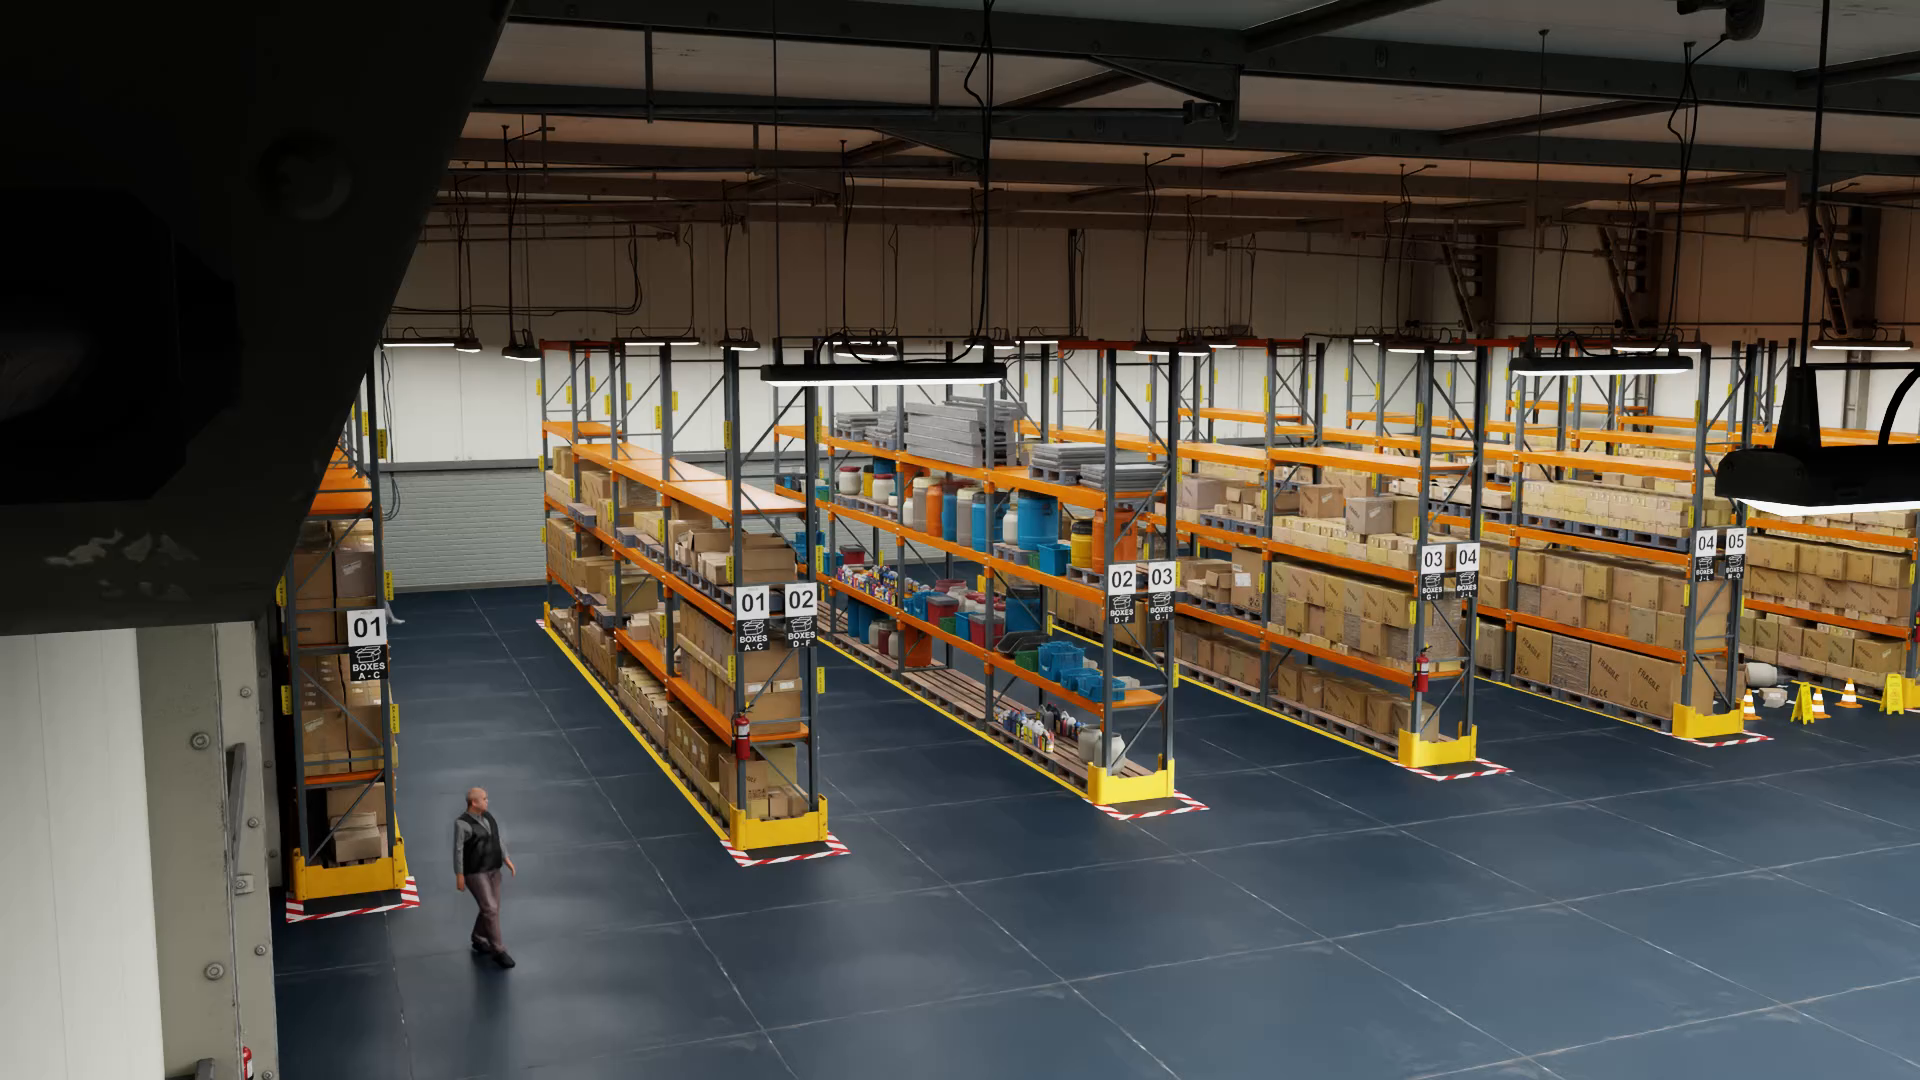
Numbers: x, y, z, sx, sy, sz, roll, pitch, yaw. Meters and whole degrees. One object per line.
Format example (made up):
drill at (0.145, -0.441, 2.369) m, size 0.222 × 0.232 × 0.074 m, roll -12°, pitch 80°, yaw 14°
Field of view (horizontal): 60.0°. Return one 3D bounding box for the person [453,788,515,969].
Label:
person at (-4.656, 3.350, 16.626) m, size 0.746 × 1.726 × 0.566 m, roll 3°, pitch 8°, yaw 25°

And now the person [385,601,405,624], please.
person at (-12.215, 0.977, 34.819) m, size 1.007 × 1.609 × 0.451 m, roll -5°, pitch 9°, yaw -32°

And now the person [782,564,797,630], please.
person at (-3.662, 0.973, 34.579) m, size 0.535 × 1.707 × 1.089 m, roll 1°, pitch 7°, yaw 7°
